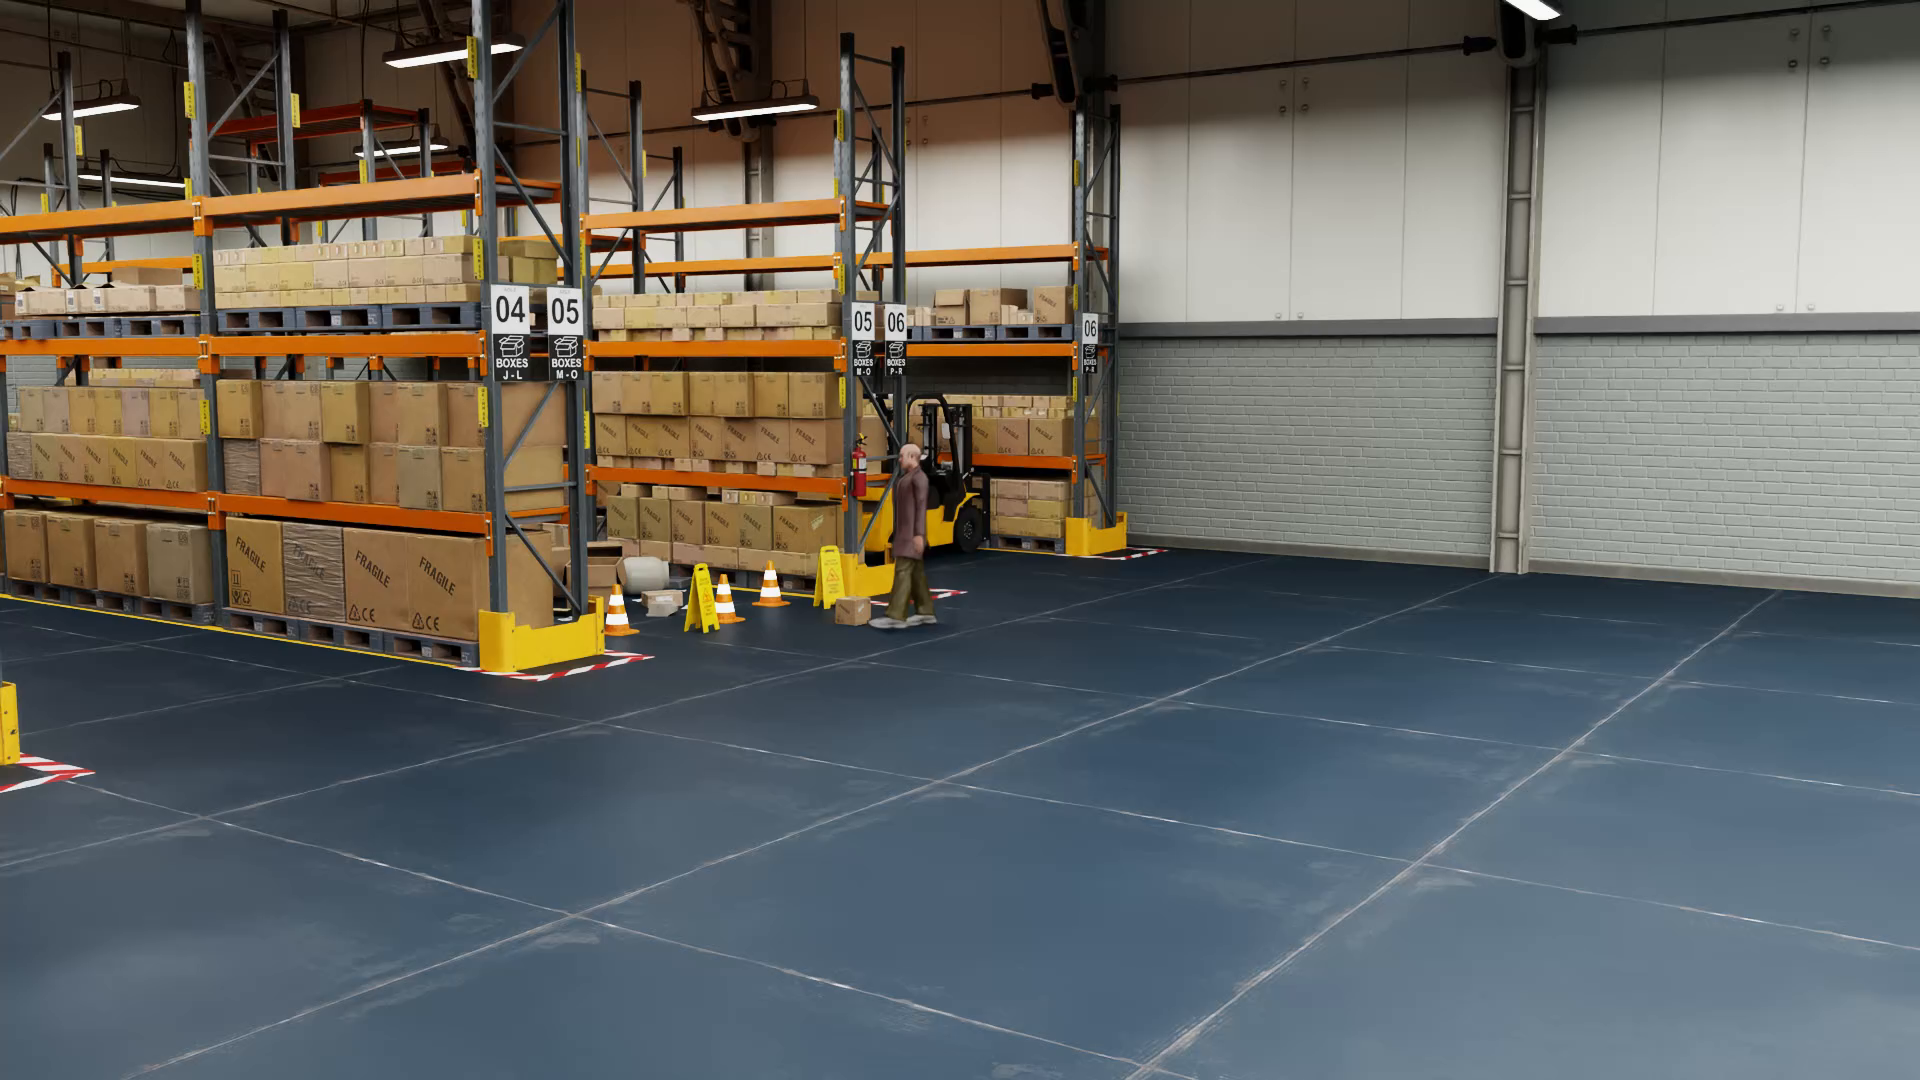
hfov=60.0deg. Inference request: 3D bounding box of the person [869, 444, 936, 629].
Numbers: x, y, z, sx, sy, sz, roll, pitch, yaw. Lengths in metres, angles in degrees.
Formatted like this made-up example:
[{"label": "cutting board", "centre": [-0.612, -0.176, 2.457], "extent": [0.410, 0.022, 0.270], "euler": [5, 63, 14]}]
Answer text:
[{"label": "person", "centre": [-0.566, -0.041, 16.097], "extent": [0.727, 1.773, 0.599], "euler": [-1, 6, -13]}]
